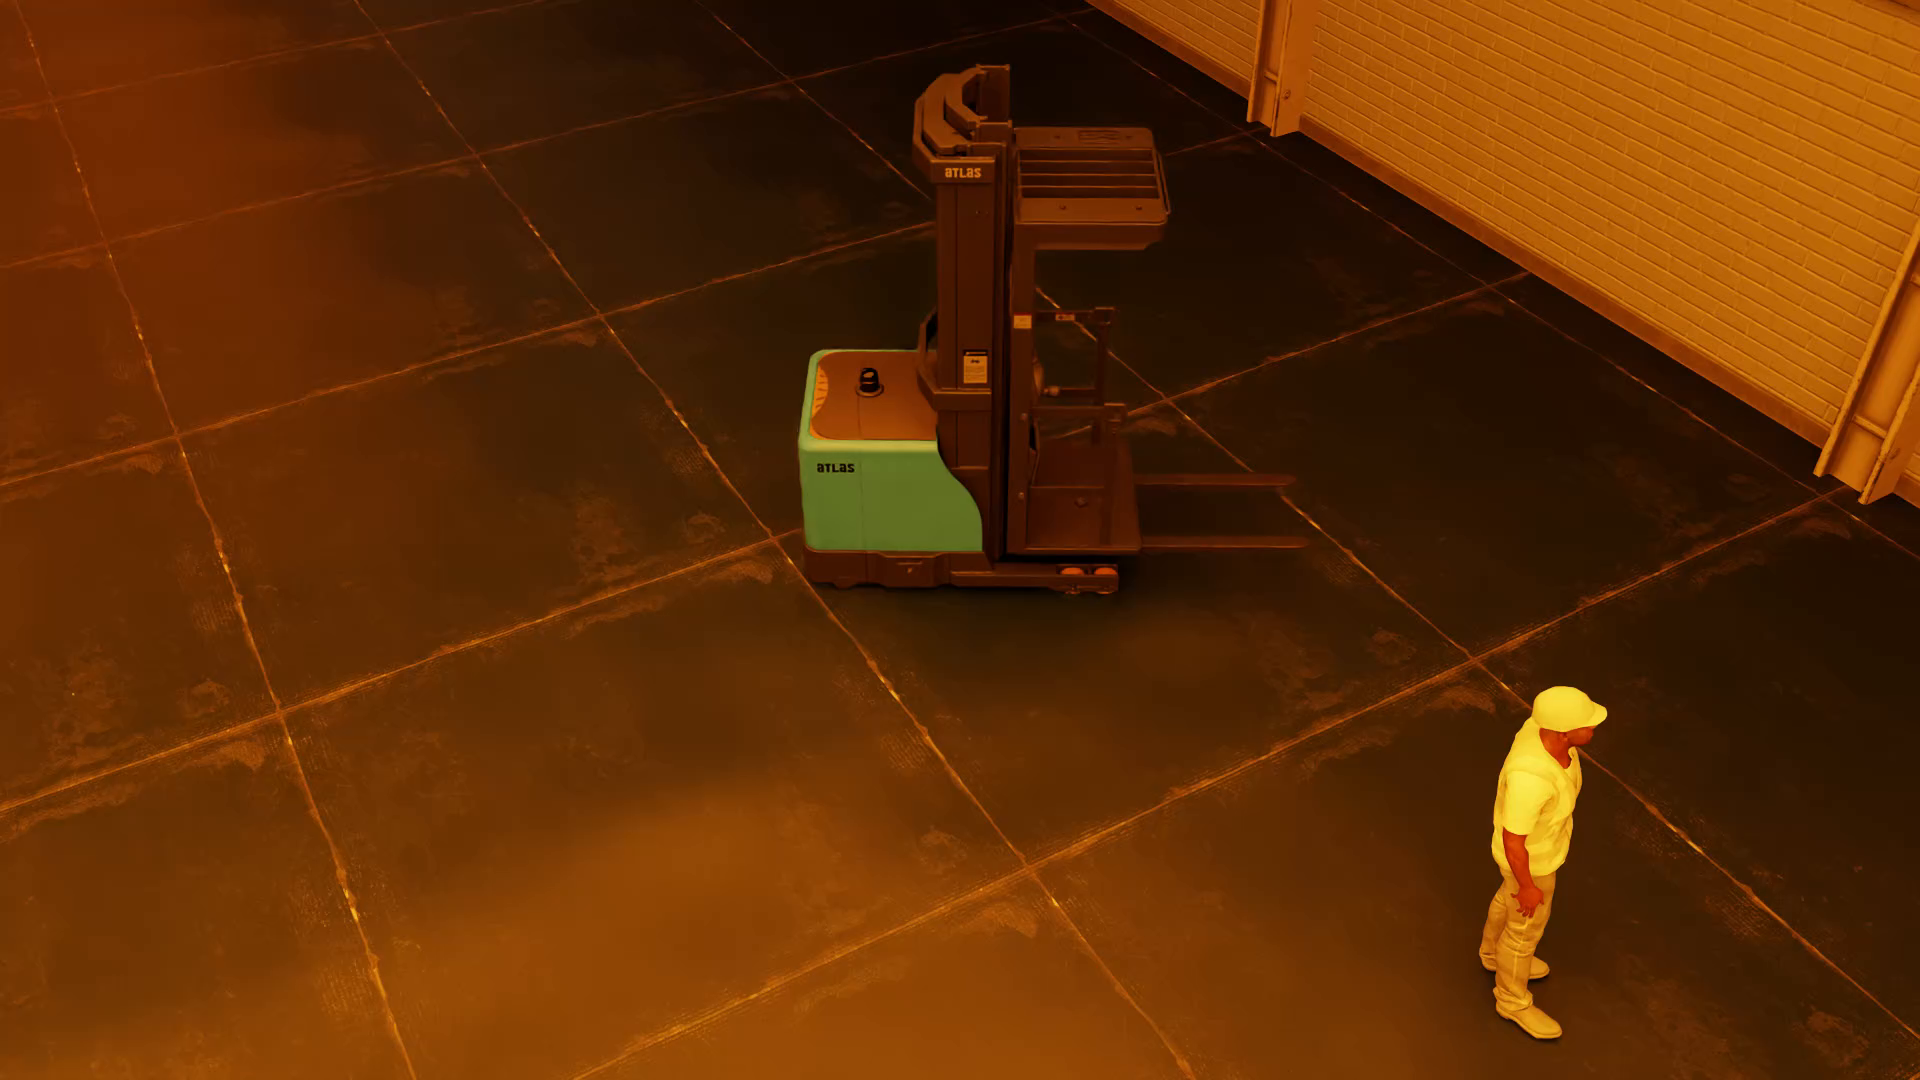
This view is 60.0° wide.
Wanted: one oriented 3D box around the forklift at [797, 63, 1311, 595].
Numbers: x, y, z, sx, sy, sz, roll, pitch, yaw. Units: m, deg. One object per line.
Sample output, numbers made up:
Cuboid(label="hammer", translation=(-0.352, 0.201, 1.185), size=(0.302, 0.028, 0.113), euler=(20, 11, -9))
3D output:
Cuboid(label="forklift", translation=(0.588, -1.145, 9.417), size=(3.031, 2.935, 1.130), euler=(0, 40, 0))

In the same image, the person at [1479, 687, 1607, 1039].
Cuboid(label="person", translation=(2.587, 1.360, 7.298), size=(0.578, 1.765, 0.666), euler=(17, 43, 19))
